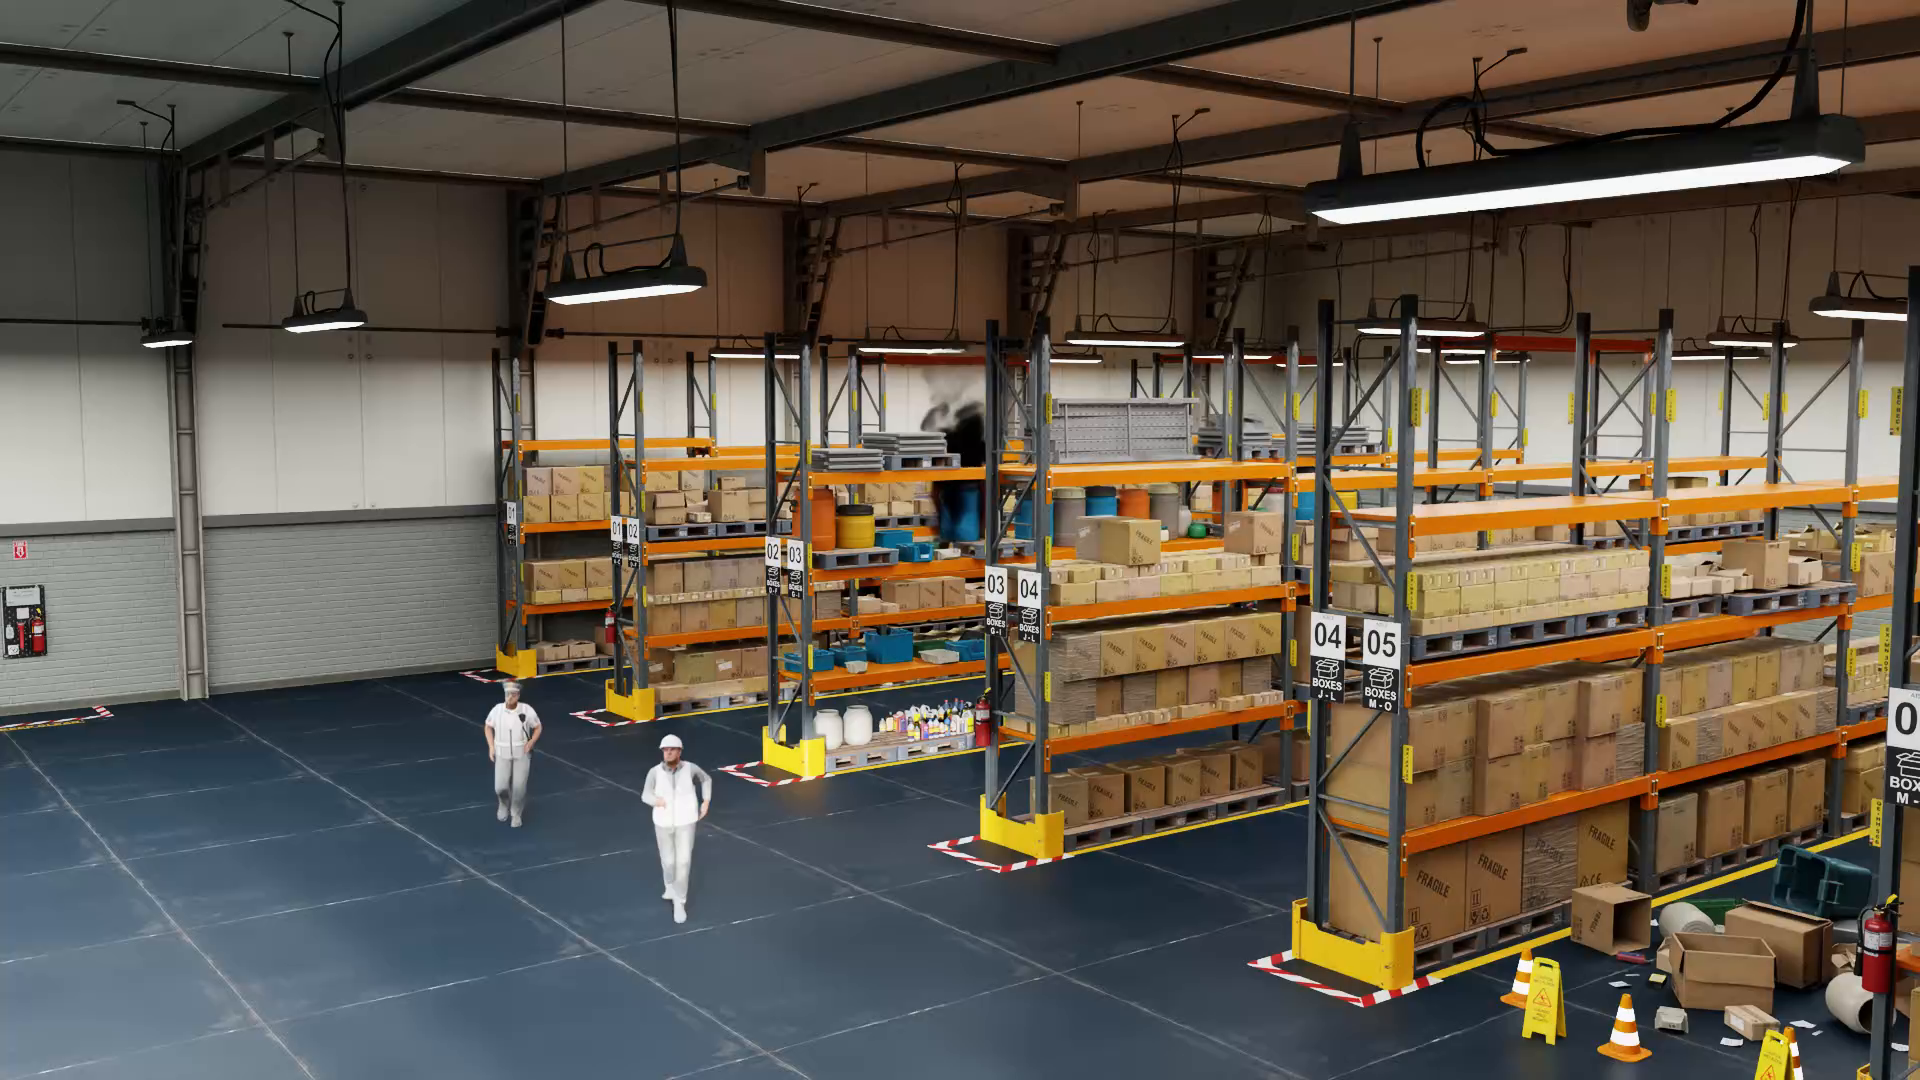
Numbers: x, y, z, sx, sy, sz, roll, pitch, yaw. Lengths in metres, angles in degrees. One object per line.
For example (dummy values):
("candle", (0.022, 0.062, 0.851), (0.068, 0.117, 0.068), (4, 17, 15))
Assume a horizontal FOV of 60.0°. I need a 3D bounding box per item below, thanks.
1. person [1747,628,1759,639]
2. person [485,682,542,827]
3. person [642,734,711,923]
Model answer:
("person", (12.105, 2.078, 25.217), (0.653, 1.750, 0.720), (5, 7, 42))
("person", (-5.334, 2.552, 19.868), (0.675, 1.749, 0.594), (-1, 5, -12))
("person", (-2.835, 2.843, 16.603), (0.655, 1.809, 0.822), (0, 5, -2))
